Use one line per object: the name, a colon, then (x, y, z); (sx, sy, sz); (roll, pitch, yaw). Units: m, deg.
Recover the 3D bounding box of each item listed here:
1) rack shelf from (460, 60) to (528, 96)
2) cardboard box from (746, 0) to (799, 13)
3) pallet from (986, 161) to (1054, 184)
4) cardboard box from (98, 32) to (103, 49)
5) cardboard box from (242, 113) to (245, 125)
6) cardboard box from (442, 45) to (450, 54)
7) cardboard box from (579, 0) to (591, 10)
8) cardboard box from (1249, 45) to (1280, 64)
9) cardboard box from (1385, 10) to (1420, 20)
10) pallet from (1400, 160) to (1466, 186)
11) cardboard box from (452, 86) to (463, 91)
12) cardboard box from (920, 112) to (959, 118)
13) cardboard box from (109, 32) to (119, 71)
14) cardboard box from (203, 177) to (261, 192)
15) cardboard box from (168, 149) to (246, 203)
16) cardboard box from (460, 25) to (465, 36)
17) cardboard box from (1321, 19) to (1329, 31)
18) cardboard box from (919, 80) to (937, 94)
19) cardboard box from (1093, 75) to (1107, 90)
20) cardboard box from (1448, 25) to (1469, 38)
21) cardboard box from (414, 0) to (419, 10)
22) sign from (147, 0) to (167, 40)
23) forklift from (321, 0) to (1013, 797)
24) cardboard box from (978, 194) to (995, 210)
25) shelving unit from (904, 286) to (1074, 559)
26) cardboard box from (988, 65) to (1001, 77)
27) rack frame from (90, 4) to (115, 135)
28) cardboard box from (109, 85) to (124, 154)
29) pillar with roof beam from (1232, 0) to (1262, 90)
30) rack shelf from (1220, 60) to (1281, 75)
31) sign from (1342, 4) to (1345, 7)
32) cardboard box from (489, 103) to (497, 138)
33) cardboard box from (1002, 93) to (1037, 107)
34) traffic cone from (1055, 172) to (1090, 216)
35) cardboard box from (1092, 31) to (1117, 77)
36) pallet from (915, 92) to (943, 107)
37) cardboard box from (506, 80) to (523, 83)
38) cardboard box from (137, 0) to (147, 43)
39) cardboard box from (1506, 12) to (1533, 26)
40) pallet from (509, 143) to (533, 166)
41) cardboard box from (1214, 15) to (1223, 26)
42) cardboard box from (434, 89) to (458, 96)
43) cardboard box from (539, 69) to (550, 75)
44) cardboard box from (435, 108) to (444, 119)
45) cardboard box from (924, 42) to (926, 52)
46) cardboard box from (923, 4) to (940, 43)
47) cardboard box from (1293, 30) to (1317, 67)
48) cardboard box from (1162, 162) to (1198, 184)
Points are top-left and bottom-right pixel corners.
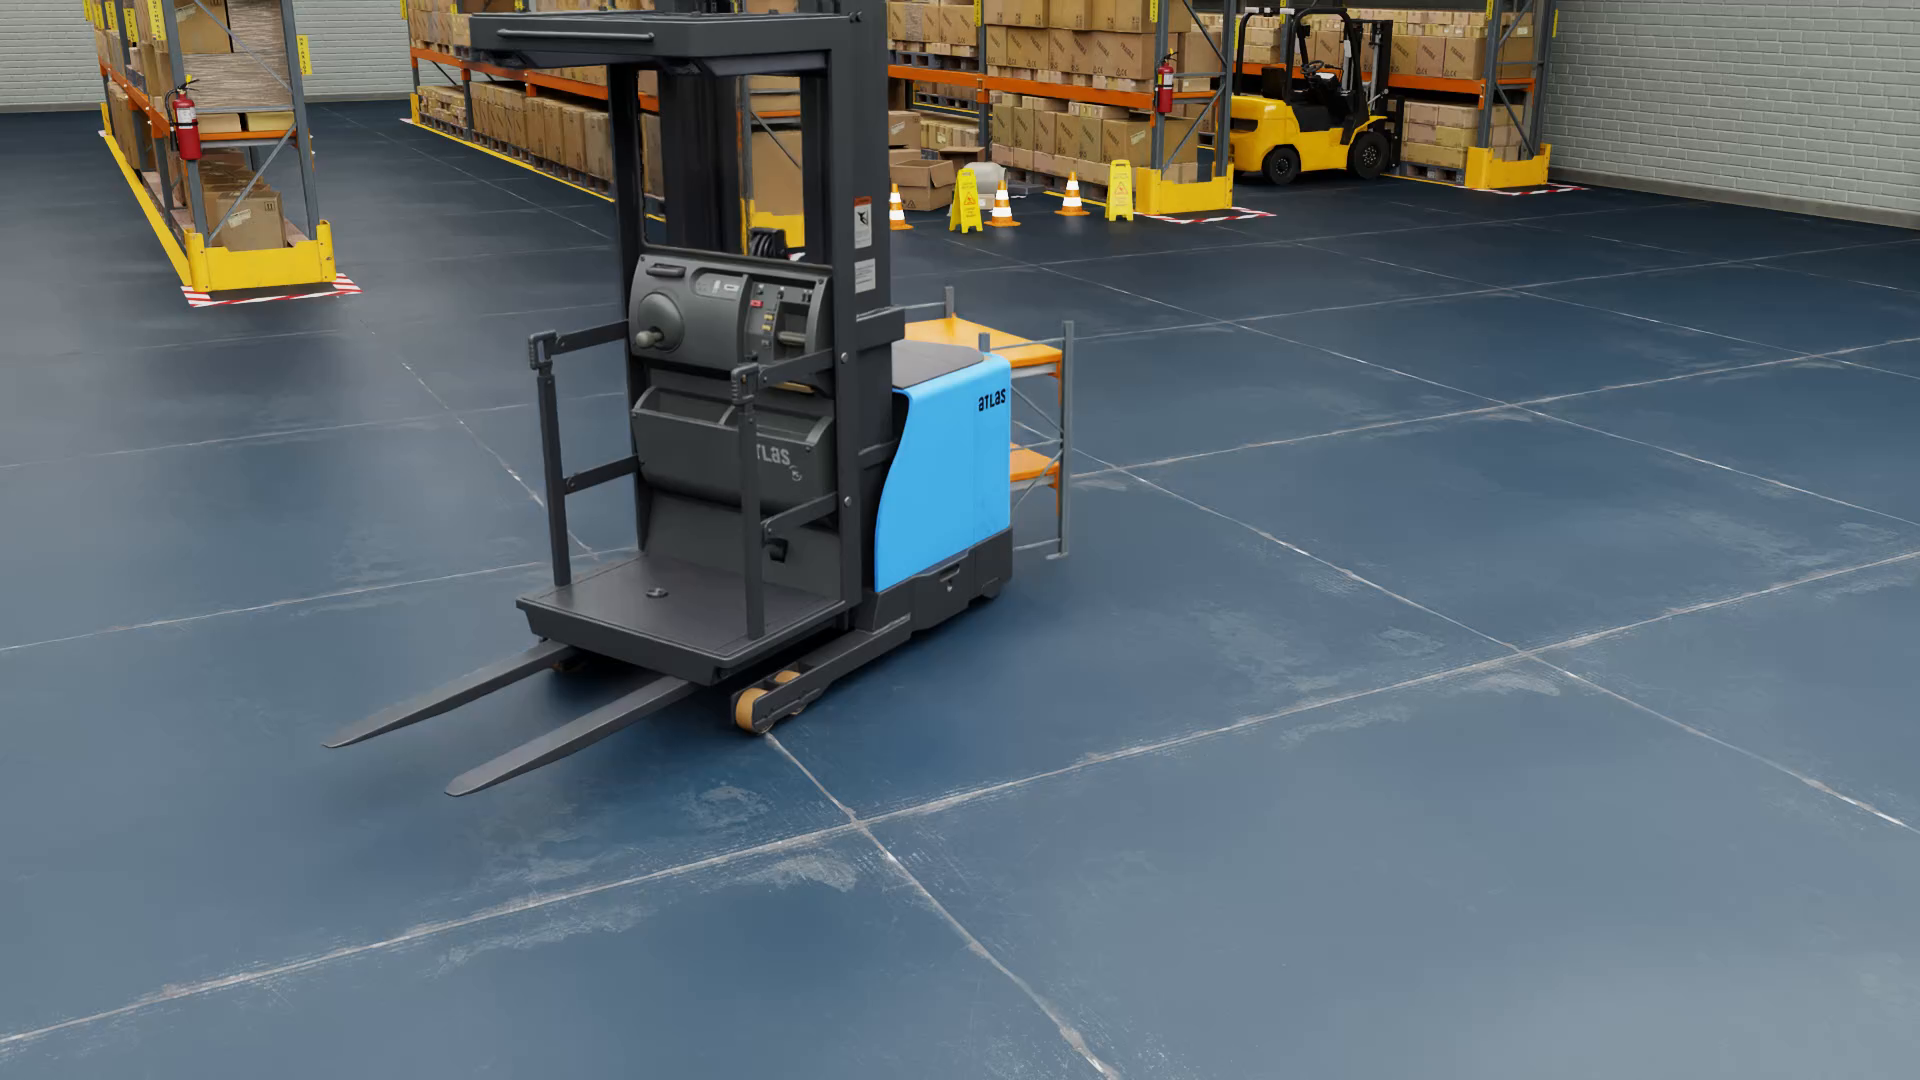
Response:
rack shelf: (-6.443, -6.934, 24.731); (1.077, 0.370, 4.000); (-10, 21, -27)
cardboard box: (-1.837, -5.097, 16.420); (0.875, 0.550, 0.550); (-10, 21, -27)
pallet: (1.064, -4.842, 21.840); (1.003, 0.211, 1.213); (-10, 21, -27)
cardboard box: (-12.975, -7.706, 25.637); (0.500, 0.250, 0.500); (-10, 22, -28)
cardboard box: (-6.241, -3.813, 14.968); (0.380, 0.149, 0.250); (-10, 21, -27)
cardboard box: (-8.283, -8.070, 27.304); (0.380, 0.149, 0.250); (-11, 22, -29)
cardboard box: (-4.321, -6.506, 20.701); (0.700, 0.500, 0.500); (-10, 21, -26)
cardboard box: (4.611, -7.151, 24.486); (0.500, 0.250, 0.500); (-9, 21, -25)
cardboard box: (5.891, -6.973, 22.138); (0.380, 0.149, 0.250); (-10, 21, -26)
pallet: (6.580, -4.864, 21.904); (1.003, 0.211, 1.213); (-10, 21, -27)
cardboard box: (-8.749, -7.935, 29.343); (0.380, 0.149, 0.250); (-10, 21, -26)
cardboard box: (-0.568, -6.078, 24.531); (0.950, 0.372, 0.625); (-10, 22, -28)
cardboard box: (-11.331, -6.698, 22.790); (0.500, 0.500, 0.500); (-11, 22, -28)
cardboard box: (-6.984, -3.212, 16.030); (0.500, 0.500, 0.500); (-8, 21, -22)
cardboard box: (-8.280, -4.018, 18.336); (0.700, 0.500, 0.500); (-12, 22, -31)
cardboard box: (-7.363, -7.736, 25.238); (0.380, 0.149, 0.250); (-9, 21, -25)
cardboard box: (5.273, -7.195, 23.235); (0.380, 0.149, 0.250); (-10, 21, -27)
cardboard box: (-0.410, -9.390, 33.930); (0.797, 0.503, 0.637); (-11, 22, -29)
cardboard box: (1.778, -5.356, 19.441); (0.380, 0.149, 0.250); (-10, 21, -26)
cardboard box: (6.422, -6.448, 21.072); (0.380, 0.149, 0.250); (-10, 21, -26)
cardboard box: (-9.068, -9.343, 28.468); (0.500, 0.500, 0.500); (-9, 21, -25)
sign: (-6.606, -4.281, 13.679); (0.100, 0.325, 0.005); (-10, 21, -27)
forklift: (-1.000, -0.853, 6.110); (1.130, 2.935, 3.031); (12, 23, 32)
cardboard box: (0.214, -3.915, 19.249); (0.380, 0.149, 0.250); (1, 19, 2)
shelving unit: (0.024, -0.562, 8.035); (0.538, 1.125, 1.048); (-12, 22, -31)
cardboard box: (0.582, -6.089, 21.563); (0.380, 0.149, 0.250); (-10, 21, -27)
rack frame: (-13.705, -8.257, 27.463); (1.000, 3.000, 0.127); (-10, 21, -27)
cardboard box: (-11.059, -5.866, 23.147); (1.225, 0.875, 0.875); (-11, 22, -29)
pillar with roof beam: (0.805, -10.200, 23.896); (9.100, 9.000, 0.400); (-10, 21, -27)
rack shelf: (4.131, -7.352, 25.941); (1.077, 0.370, 4.000); (-10, 21, -27)
sign: (5.569, -7.651, 24.256); (0.100, 0.325, 0.005); (-10, 21, -27)
cardboard box: (-6.762, -6.312, 25.014); (0.500, 0.500, 0.500); (-10, 21, -26)
cardboard box: (0.763, -5.651, 21.337); (0.380, 0.149, 0.250); (-10, 21, -26)
traffic cone: (1.274, -3.924, 18.793); (0.336, 0.463, 0.334); (-10, 21, -27)
cardboard box: (1.880, -5.645, 19.282); (0.500, 0.500, 0.500); (-10, 21, -27)
pallet: (-0.202, -8.993, 33.871); (1.003, 0.211, 1.213); (-10, 21, -27)
cardboard box: (-6.817, -7.045, 25.988); (0.500, 0.250, 0.500); (-11, 22, -28)
cardboard box: (-7.778, -5.161, 16.348); (0.500, 0.500, 0.500); (-10, 21, -27)
cardboard box: (7.009, -6.593, 21.036); (0.380, 0.149, 0.250); (-10, 22, -28)
pallet: (-5.863, -5.606, 24.055); (1.003, 0.211, 1.213); (-10, 21, -27)
cardboard box: (4.091, -7.897, 25.272); (0.380, 0.149, 0.250); (-10, 21, -26)
cardboard box: (-8.785, -7.634, 28.470); (0.380, 0.149, 0.250); (-9, 21, -25)
cardboard box: (-5.274, -6.431, 22.017); (0.500, 0.500, 0.500); (-10, 22, -27)
cardboard box: (-8.733, -7.281, 28.360); (0.380, 0.149, 0.250); (-11, 22, -29)
cardboard box: (-0.279, -6.919, 23.325); (0.380, 0.149, 0.250); (-11, 22, -29)
cardboard box: (-0.183, -7.122, 22.920); (0.500, 0.500, 0.500); (-9, 21, -25)
cardboard box: (5.062, -6.997, 23.657); (0.500, 0.500, 0.500); (-11, 22, -28)
cardboard box: (2.474, -4.372, 19.776); (0.500, 0.250, 0.500); (-10, 21, -27)
